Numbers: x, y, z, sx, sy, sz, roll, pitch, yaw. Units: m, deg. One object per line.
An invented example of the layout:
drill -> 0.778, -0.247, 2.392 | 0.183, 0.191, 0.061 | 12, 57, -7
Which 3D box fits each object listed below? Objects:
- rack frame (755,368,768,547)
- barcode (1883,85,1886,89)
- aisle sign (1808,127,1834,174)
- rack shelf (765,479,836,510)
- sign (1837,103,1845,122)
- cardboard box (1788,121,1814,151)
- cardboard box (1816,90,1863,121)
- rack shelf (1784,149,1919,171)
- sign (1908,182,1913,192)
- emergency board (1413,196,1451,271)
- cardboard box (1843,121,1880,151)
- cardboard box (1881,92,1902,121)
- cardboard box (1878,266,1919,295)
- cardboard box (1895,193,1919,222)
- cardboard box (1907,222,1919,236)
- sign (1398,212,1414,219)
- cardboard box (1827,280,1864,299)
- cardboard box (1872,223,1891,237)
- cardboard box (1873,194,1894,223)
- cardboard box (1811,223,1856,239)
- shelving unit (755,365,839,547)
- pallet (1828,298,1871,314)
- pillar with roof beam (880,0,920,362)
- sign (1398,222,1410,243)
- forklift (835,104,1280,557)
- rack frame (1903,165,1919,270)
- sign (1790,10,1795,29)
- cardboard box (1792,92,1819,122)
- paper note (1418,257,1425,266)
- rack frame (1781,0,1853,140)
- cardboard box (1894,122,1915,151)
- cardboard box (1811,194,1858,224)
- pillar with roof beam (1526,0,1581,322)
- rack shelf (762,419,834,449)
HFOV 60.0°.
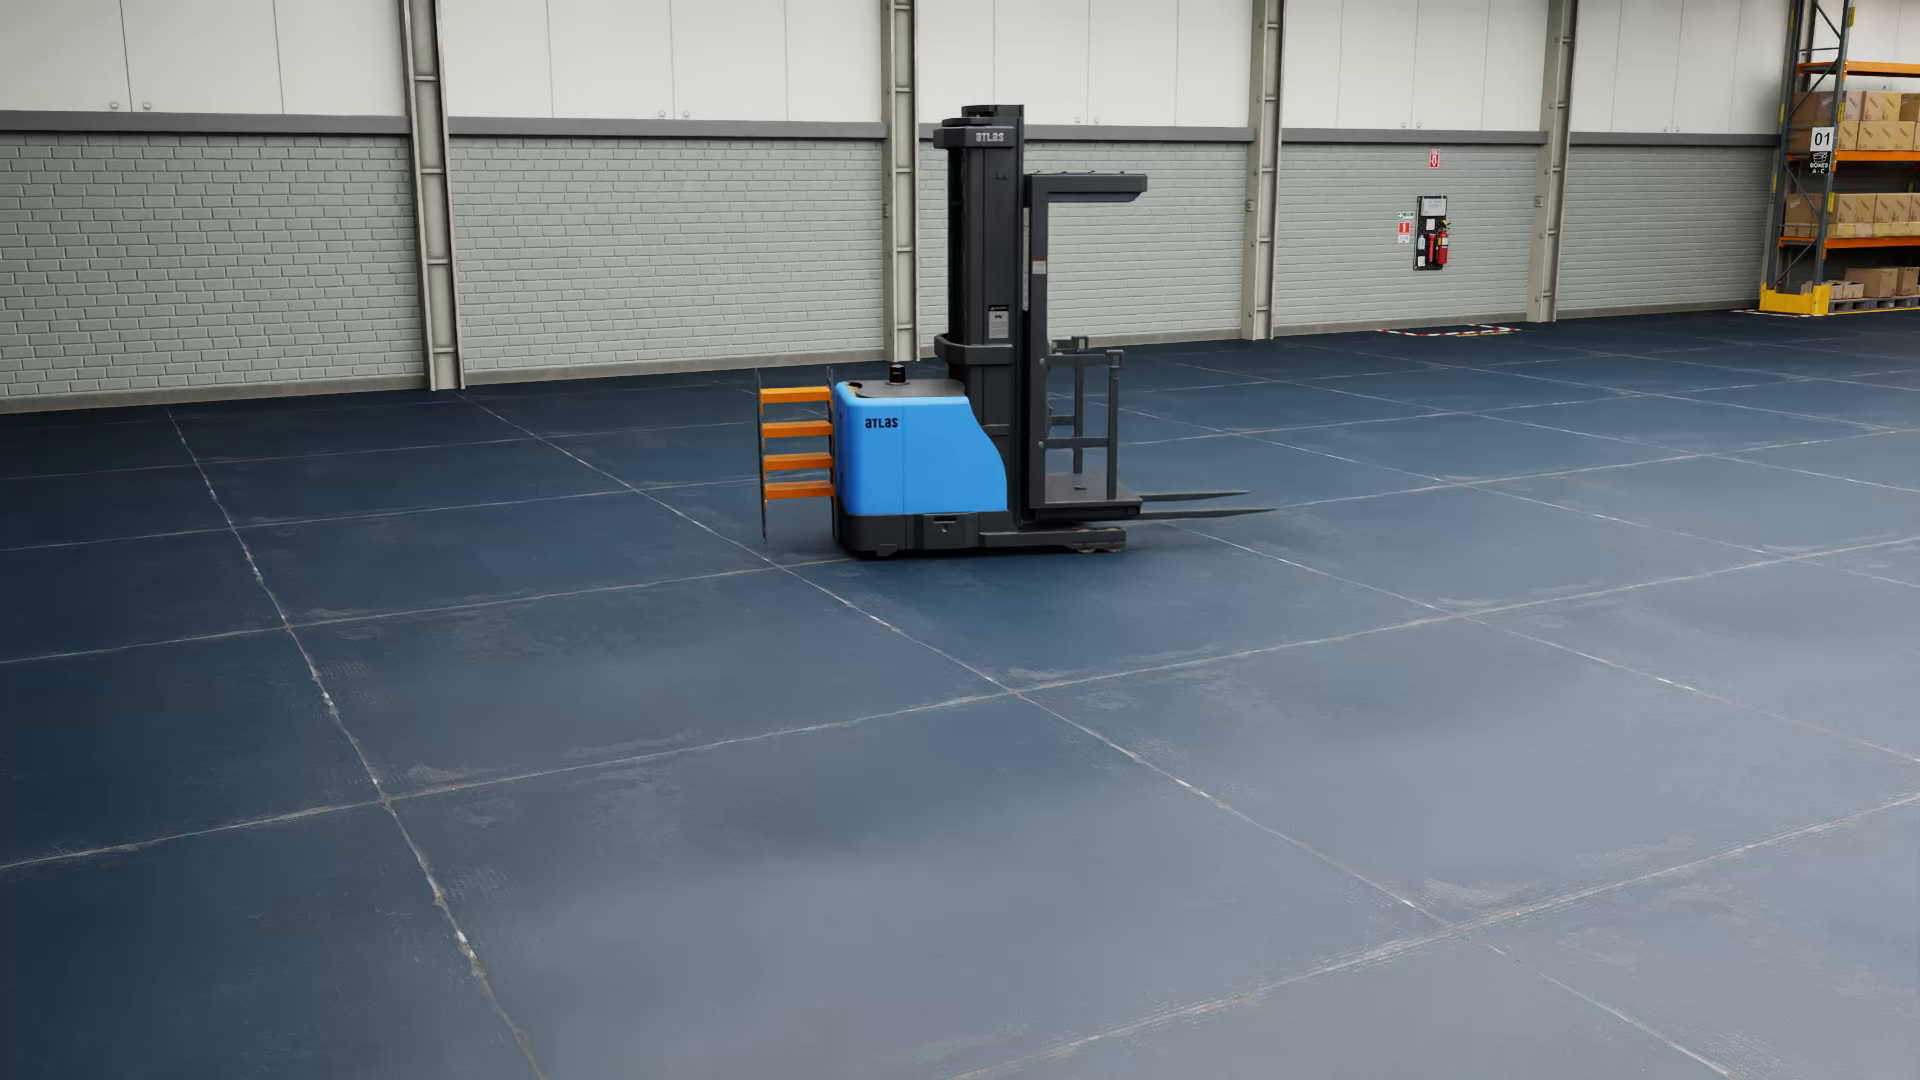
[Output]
rack frame -> -1.357, -0.560, 11.364 | 0.015, 1.200, 0.240 | -3, 13, -10
barcode -> 16.904, -8.280, 30.409 | 0.075, 0.075, 0.001 | -7, 14, -28
aisle sign -> 14.900, -6.735, 28.782 | 0.004, 0.787, 0.394 | -7, 14, -28
rack shelf -> -1.112, -0.315, 11.467 | 0.480, 0.148, 0.258 | -3, 13, -10
sign -> 15.080, -7.317, 28.468 | 0.005, 0.325, 0.100 | -7, 14, -28
cardboard box -> 15.064, -7.147, 29.428 | 0.500, 0.500, 0.500 | -6, 14, -24
cardboard box -> 15.274, -7.535, 28.878 | 0.500, 0.500, 0.500 | -8, 15, -32
rack shelf -> 16.575, -6.855, 30.043 | 4.000, 0.370, 1.077 | -7, 14, -28
sign -> 18.061, -6.624, 31.574 | 0.005, 0.325, 0.100 | -7, 14, -28
emergency board -> 7.566, -4.888, 26.499 | 0.643, 1.169, 0.194 | -7, 14, -28
cardboard box -> 15.721, -7.090, 29.178 | 0.500, 0.500, 0.500 | -6, 14, -24
cardboard box -> 16.183, -7.634, 29.318 | 0.500, 0.500, 0.500 | -6, 14, -26
cardboard box -> 17.439, -4.831, 30.935 | 0.500, 0.500, 0.500 | -8, 15, -32
cardboard box -> 17.181, -6.041, 30.210 | 0.500, 0.500, 0.500 | -7, 15, -29
cardboard box -> 17.185, -5.674, 30.287 | 0.500, 0.250, 0.500 | -7, 14, -28
sign -> 7.039, -5.125, 26.261 | 0.331, 0.109, 0.001 | -7, 14, -28
cardboard box -> 15.970, -4.550, 30.118 | 0.500, 0.311, 0.500 | -6, 14, -23
cardboard box -> 16.299, -5.568, 29.817 | 0.500, 0.250, 0.500 | -7, 15, -29
cardboard box -> 16.278, -5.930, 29.715 | 0.500, 0.500, 0.500 | -7, 15, -30
cardboard box -> 15.400, -5.459, 29.329 | 0.500, 0.250, 0.500 | -7, 15, -29
shelving unit -> -1.117, -0.575, 11.408 | 0.503, 1.200, 0.258 | -3, 13, -10
pallet -> 15.616, -4.258, 30.049 | 1.213, 0.211, 1.003 | -7, 14, -28
pillar with roof beam -> 1.283, -5.976, 17.667 | 0.400, 9.000, 9.100 | -7, 14, -28
sign -> 7.031, -4.868, 26.325 | 0.234, 0.329, 0.001 | -7, 14, -28
forklift -> 0.678, -1.450, 11.375 | 3.031, 2.935, 1.130 | -2, 13, -9
rack frame -> 18.330, -5.953, 31.228 | 0.127, 3.000, 1.000 | -7, 14, -28
sign -> 14.571, -9.101, 29.064 | 0.005, 0.325, 0.100 | -7, 14, -28
cardboard box -> 15.073, -7.637, 29.331 | 0.500, 0.500, 0.500 | -6, 14, -25
paper note -> 7.377, -4.453, 26.572 | 0.142, 0.148, 0.016 | -7, 14, -28
rack frame -> 14.819, -8.459, 28.700 | 0.127, 3.000, 1.000 | -7, 14, -28
cardboard box -> 16.635, -7.206, 29.693 | 0.500, 0.500, 0.500 | -6, 14, -24
cardboard box -> 15.383, -5.827, 29.256 | 0.500, 0.500, 0.500 | -7, 14, -28
pillar with roof beam -> 11.816, -7.238, 23.276 | 0.400, 9.000, 9.100 | -7, 14, -28
rack shelf -> -1.120, -0.727, 11.373 | 0.480, 0.148, 0.258 | -3, 13, -10
